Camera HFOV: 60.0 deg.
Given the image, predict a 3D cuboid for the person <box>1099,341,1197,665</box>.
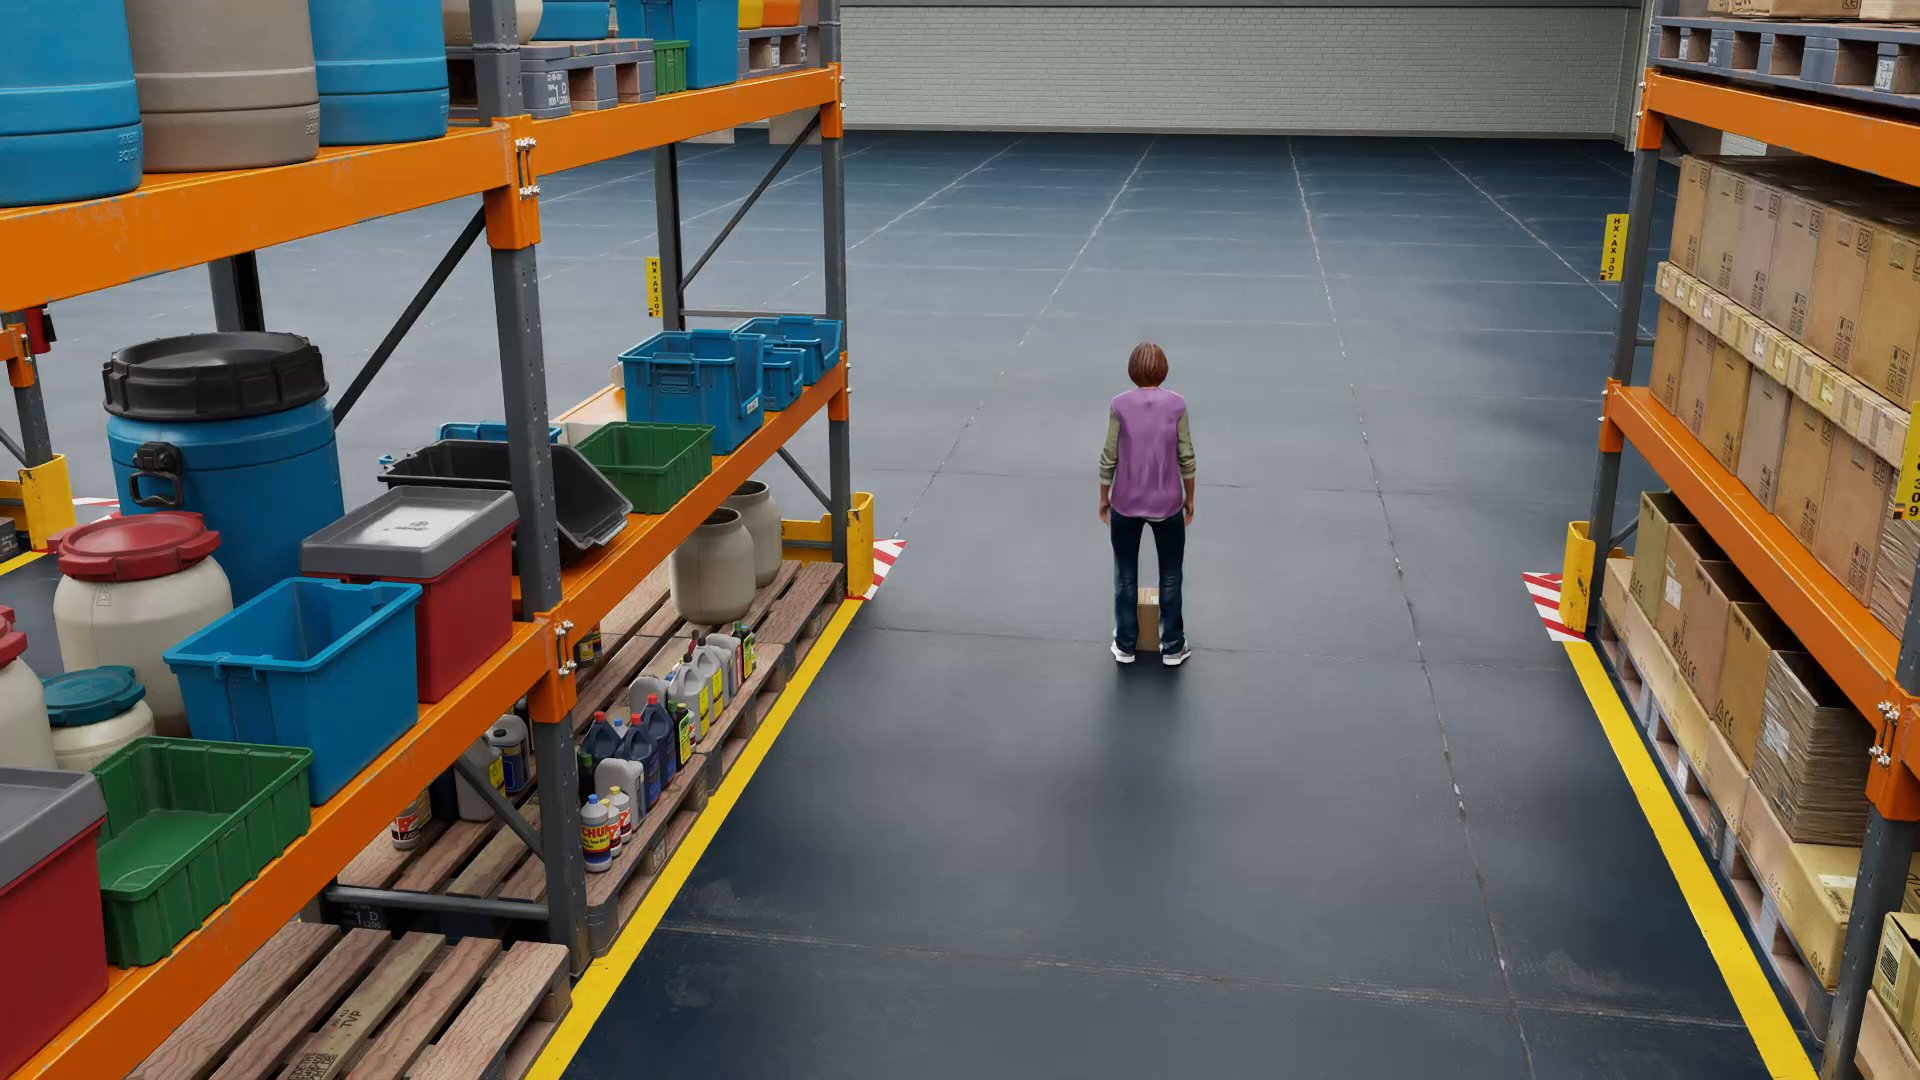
[{"bbox_3d":[0.911,-0.163,8.067,0.483,1.594,0.340,2,18,6],"label":"person"}]
